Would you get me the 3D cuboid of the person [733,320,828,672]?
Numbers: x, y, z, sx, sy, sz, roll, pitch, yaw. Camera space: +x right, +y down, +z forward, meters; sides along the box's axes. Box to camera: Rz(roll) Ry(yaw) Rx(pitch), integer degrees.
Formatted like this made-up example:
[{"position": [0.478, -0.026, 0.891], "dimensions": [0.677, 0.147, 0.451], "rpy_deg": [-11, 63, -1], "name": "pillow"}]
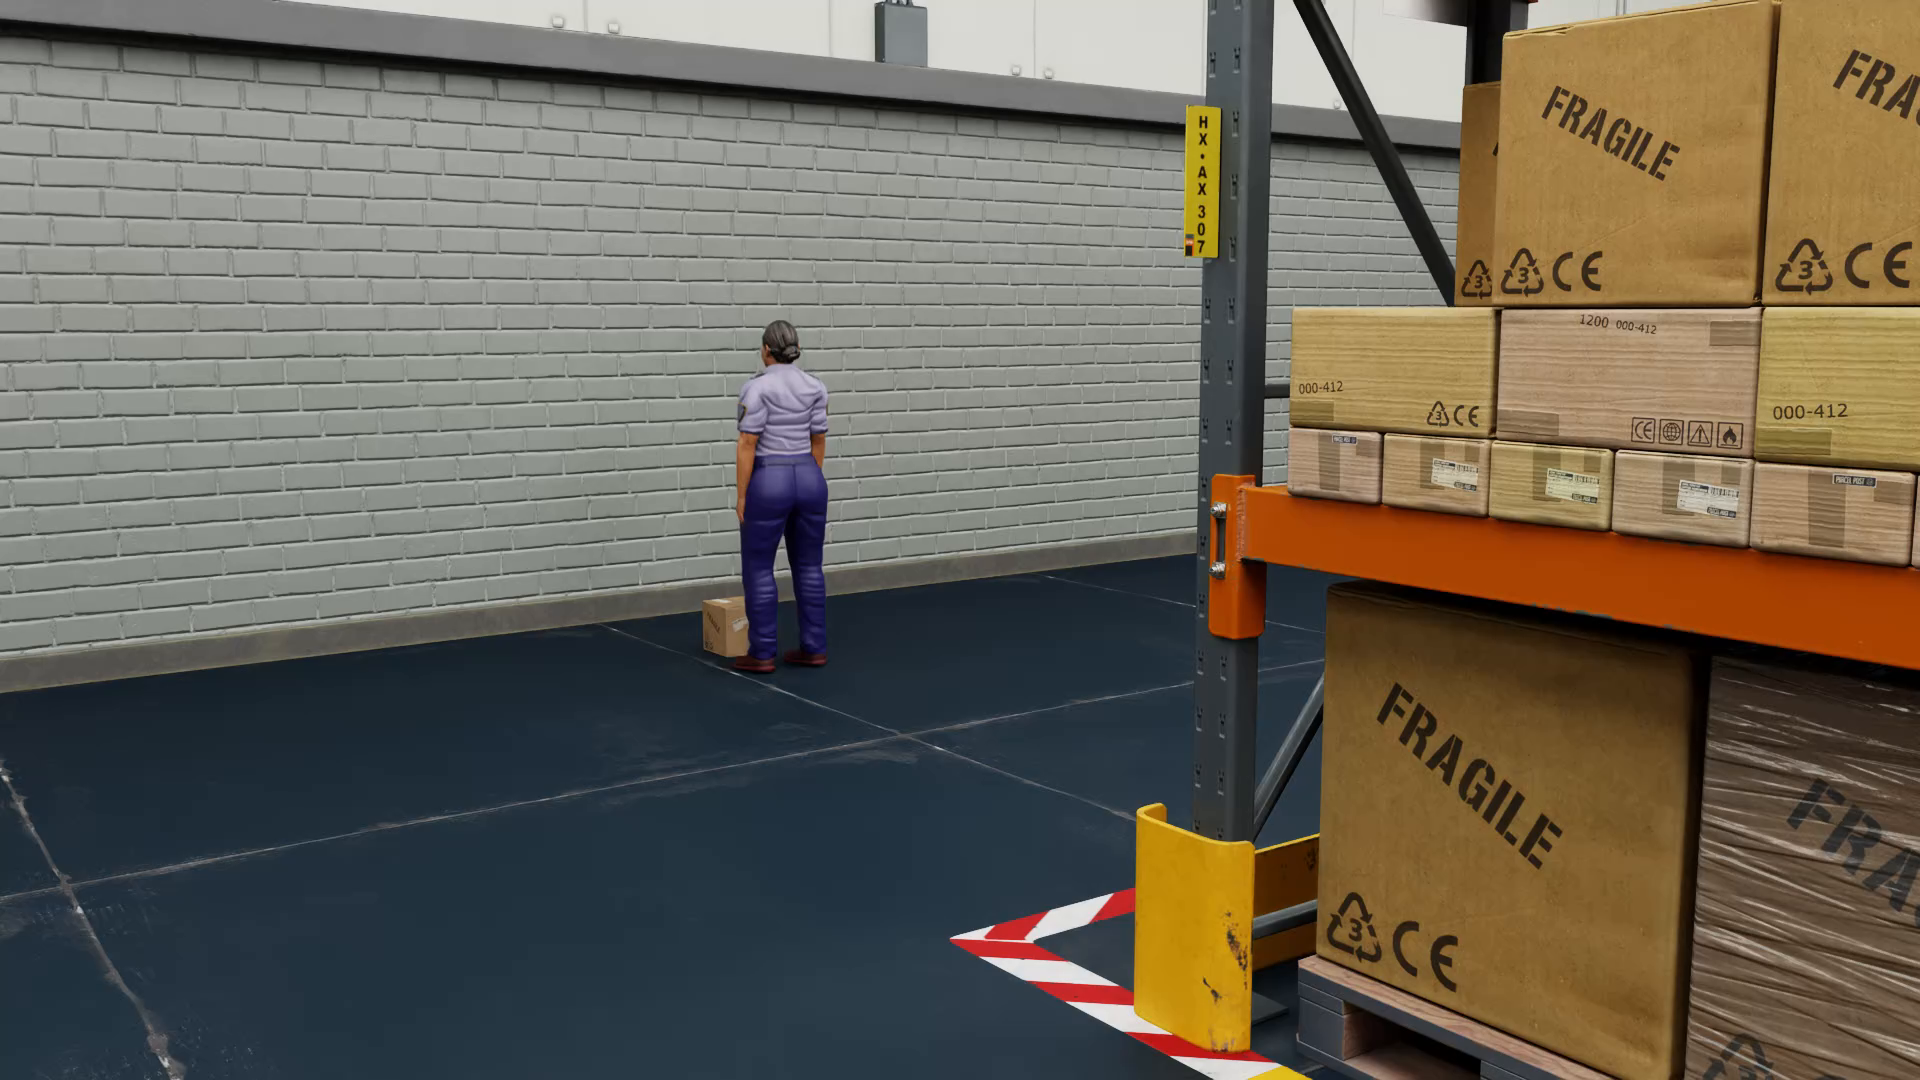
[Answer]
[{"position": [-0.857, -0.199, 7.858], "dimensions": [0.471, 1.640, 0.336], "rpy_deg": [-5, 10, -34], "name": "person"}]
